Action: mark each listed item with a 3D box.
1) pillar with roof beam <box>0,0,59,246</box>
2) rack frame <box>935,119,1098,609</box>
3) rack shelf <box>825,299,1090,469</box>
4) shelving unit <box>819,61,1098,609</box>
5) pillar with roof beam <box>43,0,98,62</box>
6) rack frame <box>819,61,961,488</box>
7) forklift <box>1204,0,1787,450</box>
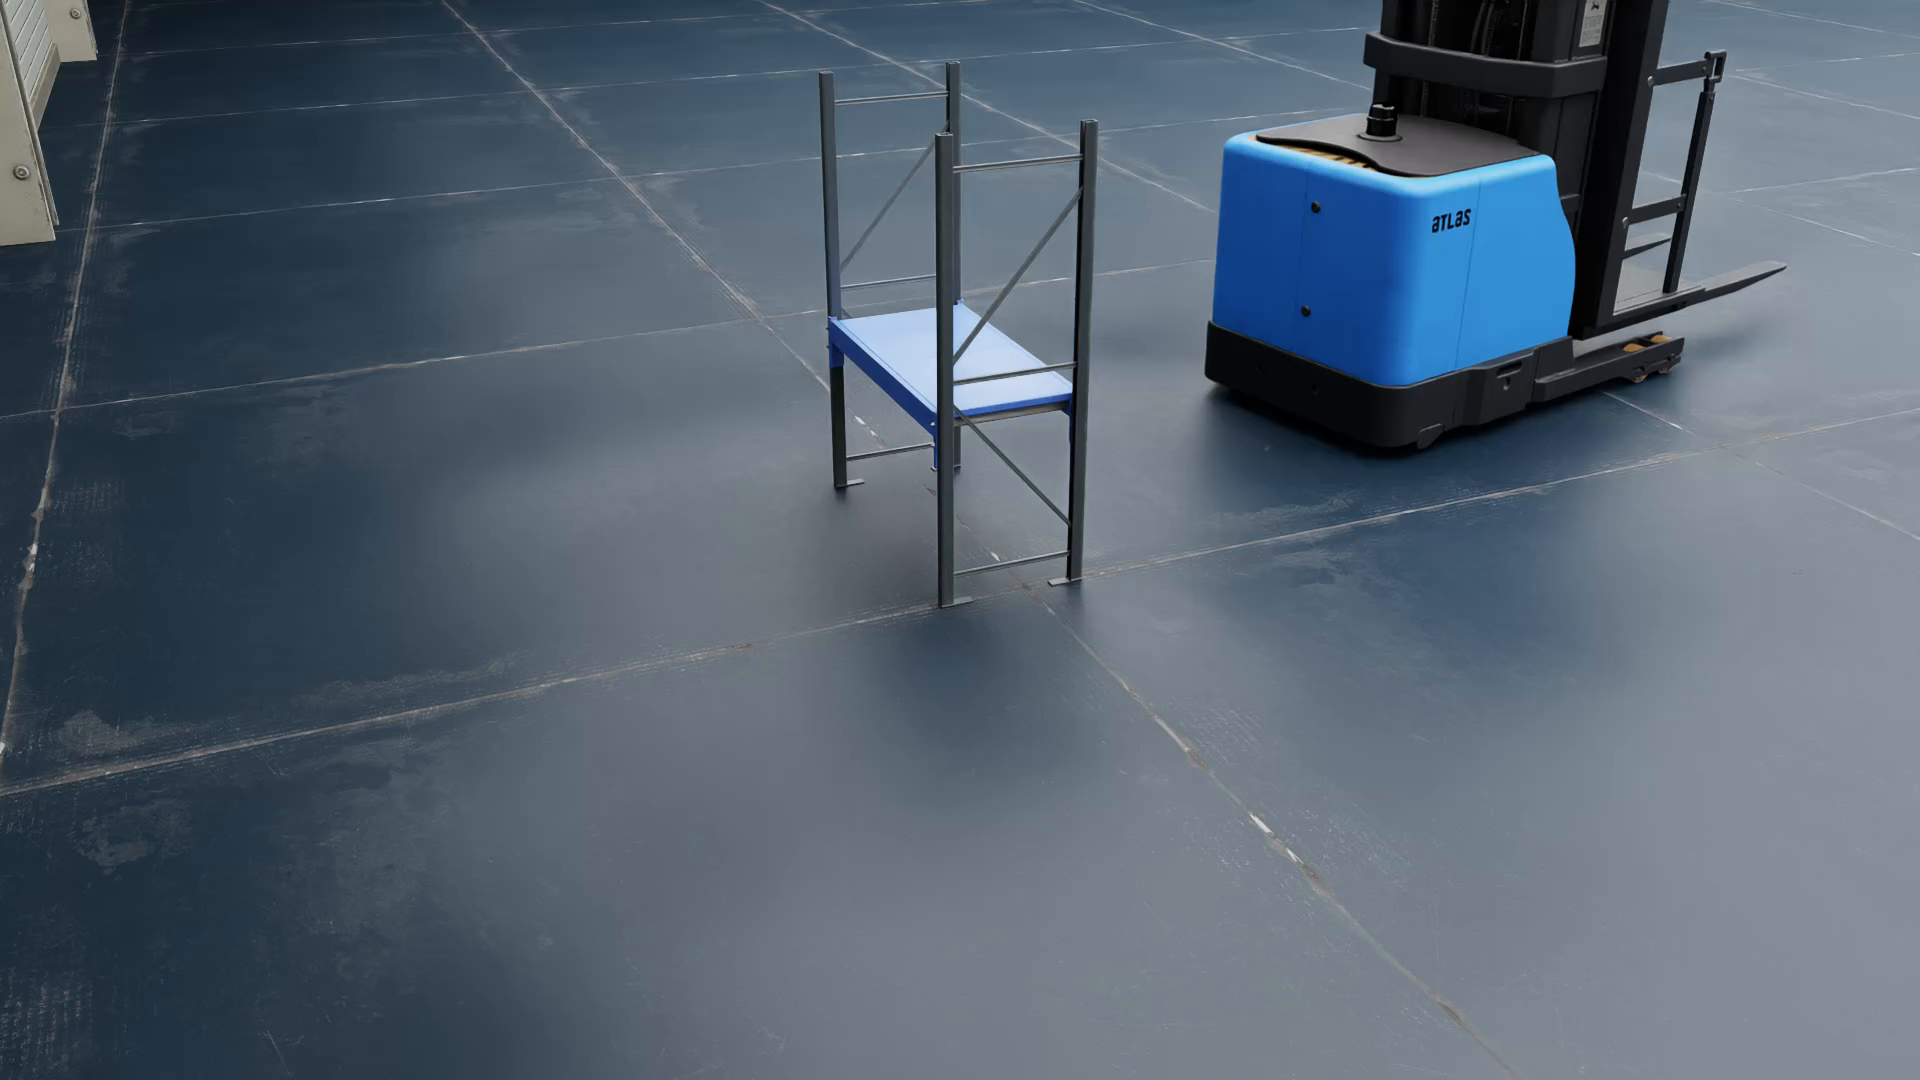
[{"bbox_3d":[-1.219,-6.479,8.762,9.100,9.000,0.400,-11,28,-21],"label":"pillar with roof beam"},{"bbox_3d":[0.166,-0.503,5.071,0.500,1.500,0.032,-11,28,-21],"label":"rack frame"},{"bbox_3d":[-0.033,-0.547,5.570,0.538,0.185,1.000,-11,28,-21],"label":"rack shelf"},{"bbox_3d":[-0.033,-0.708,5.491,0.538,1.500,1.048,-11,28,-21],"label":"shelving unit"},{"bbox_3d":[-3.569,-8.901,13.723,9.100,9.000,0.400,-11,28,-21],"label":"pillar with roof beam"},{"bbox_3d":[-0.232,-0.914,5.912,0.500,1.500,0.032,-11,28,-21],"label":"rack frame"},{"bbox_3d":[2.524,-2.160,6.833,3.031,2.935,1.130,-18,31,-32],"label":"forklift"}]
